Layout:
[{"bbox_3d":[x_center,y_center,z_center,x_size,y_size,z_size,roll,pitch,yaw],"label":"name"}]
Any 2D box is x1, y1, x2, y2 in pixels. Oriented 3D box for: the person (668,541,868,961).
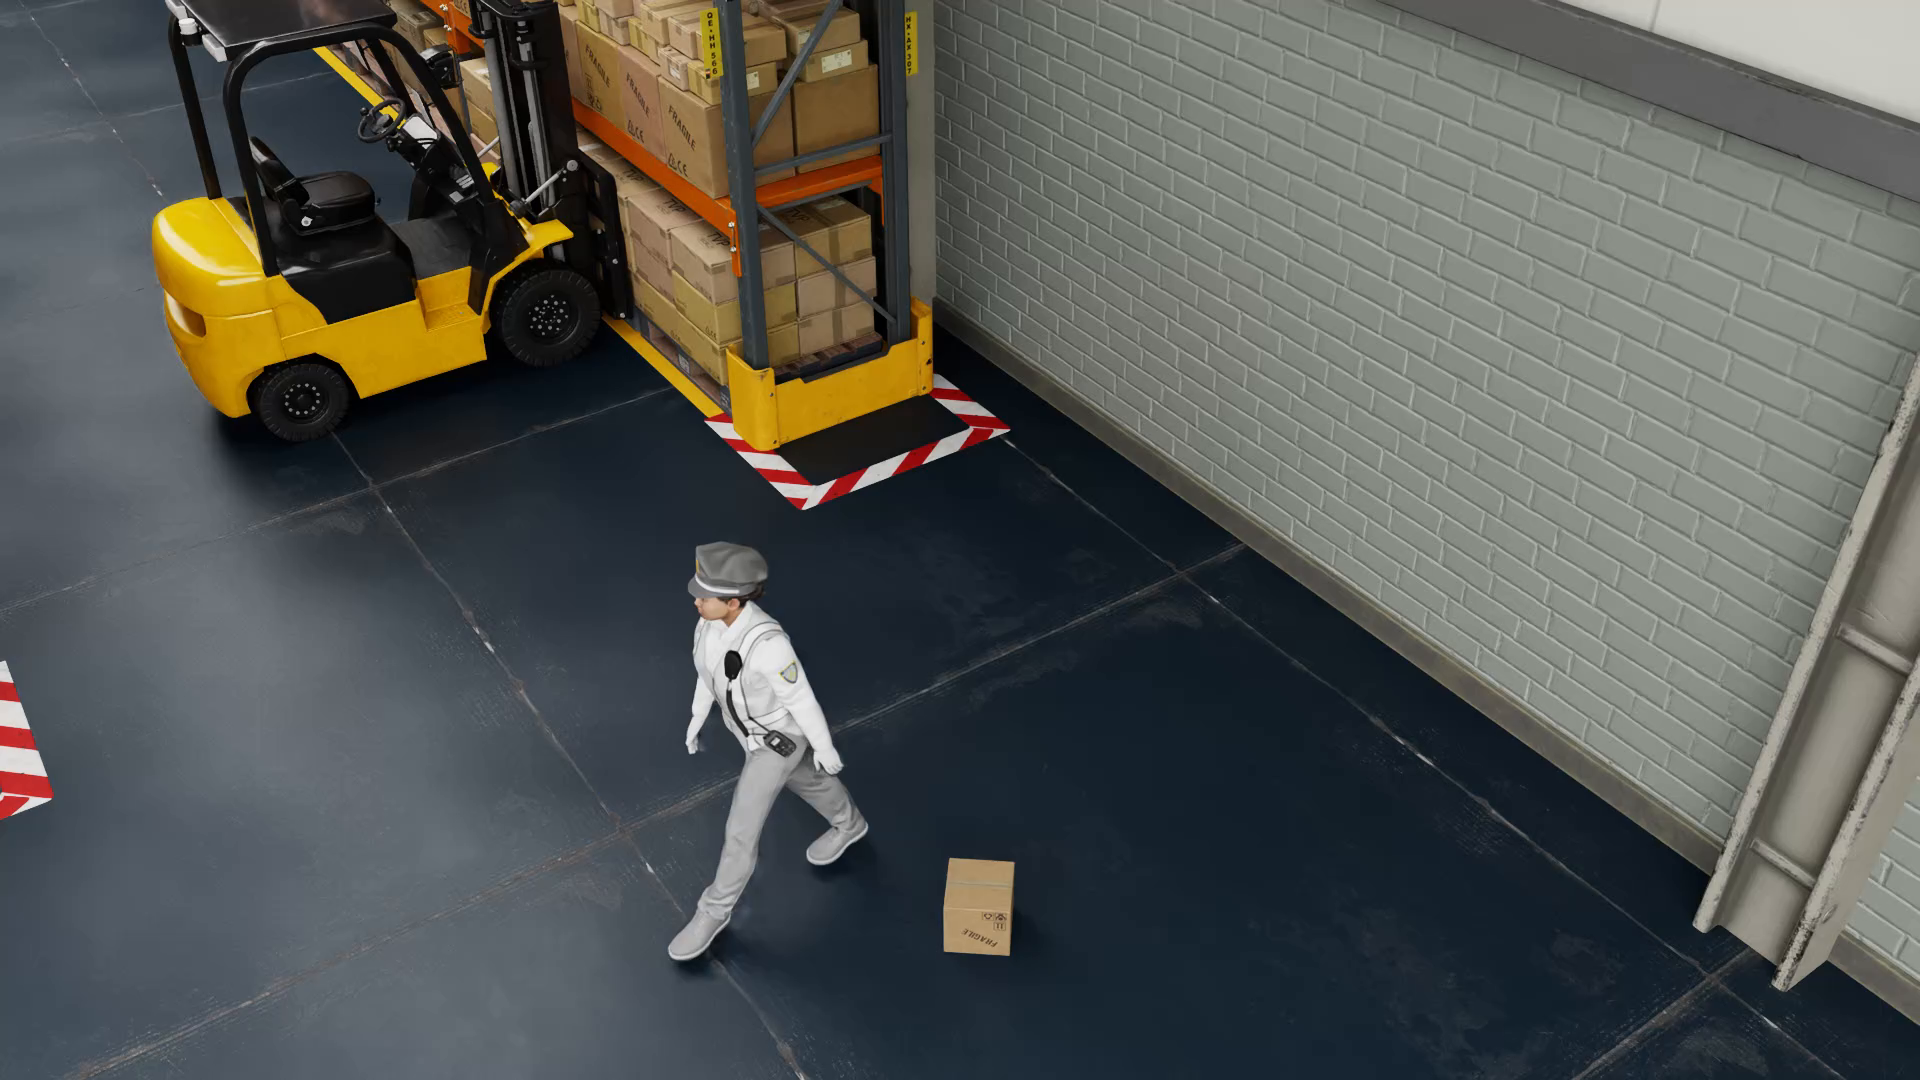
[{"bbox_3d":[-0.764,0.687,6.040,0.937,1.624,0.519,-19,41,-24],"label":"person"}]
